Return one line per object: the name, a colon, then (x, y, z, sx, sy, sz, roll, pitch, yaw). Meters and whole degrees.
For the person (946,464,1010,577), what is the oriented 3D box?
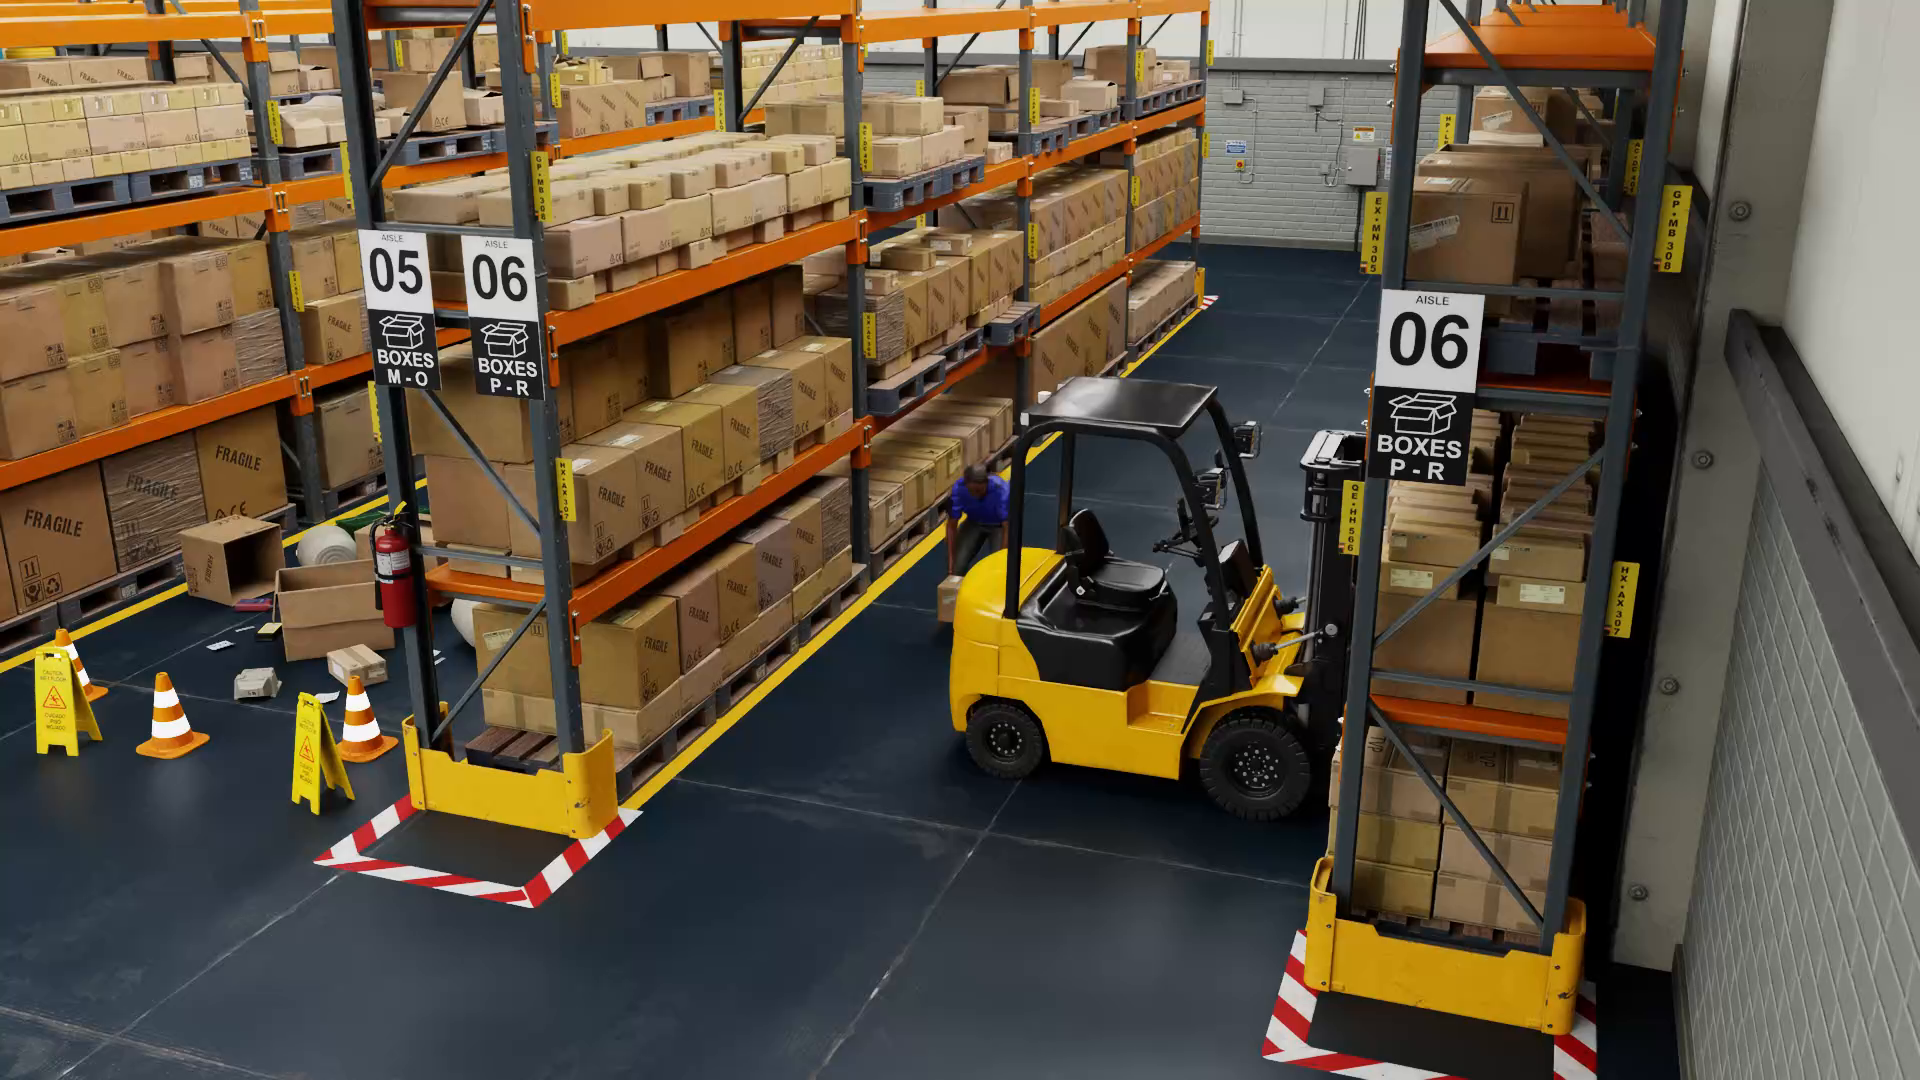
person: (0.180, 0.002, 11.707, 0.499, 1.252, 0.694, 6, 20, 18)
